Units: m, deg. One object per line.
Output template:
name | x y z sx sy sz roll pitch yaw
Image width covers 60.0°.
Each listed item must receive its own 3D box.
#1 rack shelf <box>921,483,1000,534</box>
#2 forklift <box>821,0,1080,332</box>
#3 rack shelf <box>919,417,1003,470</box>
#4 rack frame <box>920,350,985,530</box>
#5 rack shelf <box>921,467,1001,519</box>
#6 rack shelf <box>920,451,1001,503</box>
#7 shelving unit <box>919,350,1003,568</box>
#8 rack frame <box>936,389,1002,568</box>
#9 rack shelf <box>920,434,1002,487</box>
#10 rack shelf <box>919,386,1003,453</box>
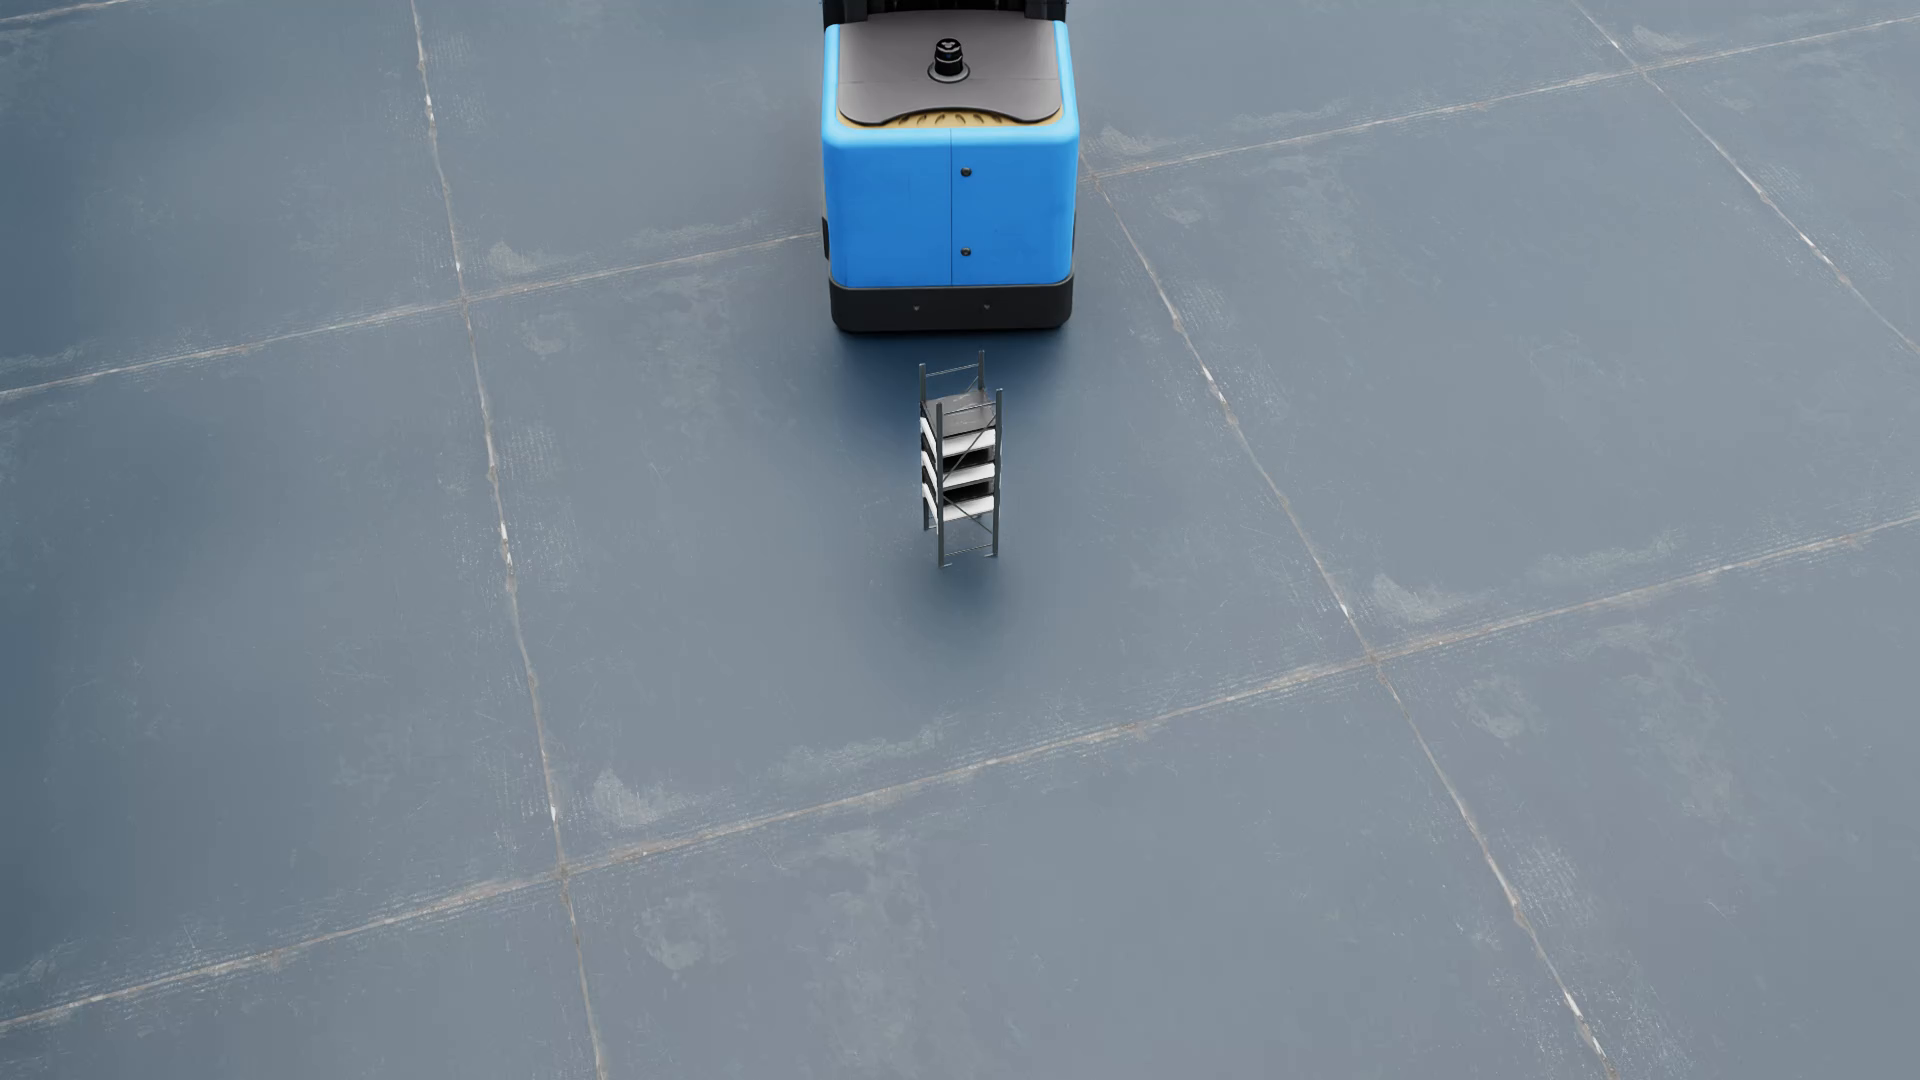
rack shelf | 0.002 -0.147 6.354 0.258 0.077 0.200 -13 51 -11
forklift | -0.078 -2.968 7.125 1.130 2.935 3.031 -1 50 -1
rack shelf | 0.002 -0.379 6.078 0.258 0.077 0.200 -13 51 -11
rack frame | -0.028 -0.358 6.253 0.240 0.900 0.006 -13 51 -11
rack shelf | 0.002 -0.205 6.285 0.258 0.077 0.200 -13 51 -11
rack shelf | 0.002 -0.263 6.216 0.258 0.077 0.200 -13 51 -11
shelving unit | 0.002 -0.284 6.191 0.258 0.900 0.210 -13 51 -11
rack frame | 0.032 -0.210 6.128 0.240 0.900 0.006 -13 51 -11
rack shelf | 0.002 -0.321 6.147 0.258 0.077 0.200 -13 51 -11
rack shelf | 0.002 -0.437 6.010 0.258 0.077 0.200 -13 51 -11
